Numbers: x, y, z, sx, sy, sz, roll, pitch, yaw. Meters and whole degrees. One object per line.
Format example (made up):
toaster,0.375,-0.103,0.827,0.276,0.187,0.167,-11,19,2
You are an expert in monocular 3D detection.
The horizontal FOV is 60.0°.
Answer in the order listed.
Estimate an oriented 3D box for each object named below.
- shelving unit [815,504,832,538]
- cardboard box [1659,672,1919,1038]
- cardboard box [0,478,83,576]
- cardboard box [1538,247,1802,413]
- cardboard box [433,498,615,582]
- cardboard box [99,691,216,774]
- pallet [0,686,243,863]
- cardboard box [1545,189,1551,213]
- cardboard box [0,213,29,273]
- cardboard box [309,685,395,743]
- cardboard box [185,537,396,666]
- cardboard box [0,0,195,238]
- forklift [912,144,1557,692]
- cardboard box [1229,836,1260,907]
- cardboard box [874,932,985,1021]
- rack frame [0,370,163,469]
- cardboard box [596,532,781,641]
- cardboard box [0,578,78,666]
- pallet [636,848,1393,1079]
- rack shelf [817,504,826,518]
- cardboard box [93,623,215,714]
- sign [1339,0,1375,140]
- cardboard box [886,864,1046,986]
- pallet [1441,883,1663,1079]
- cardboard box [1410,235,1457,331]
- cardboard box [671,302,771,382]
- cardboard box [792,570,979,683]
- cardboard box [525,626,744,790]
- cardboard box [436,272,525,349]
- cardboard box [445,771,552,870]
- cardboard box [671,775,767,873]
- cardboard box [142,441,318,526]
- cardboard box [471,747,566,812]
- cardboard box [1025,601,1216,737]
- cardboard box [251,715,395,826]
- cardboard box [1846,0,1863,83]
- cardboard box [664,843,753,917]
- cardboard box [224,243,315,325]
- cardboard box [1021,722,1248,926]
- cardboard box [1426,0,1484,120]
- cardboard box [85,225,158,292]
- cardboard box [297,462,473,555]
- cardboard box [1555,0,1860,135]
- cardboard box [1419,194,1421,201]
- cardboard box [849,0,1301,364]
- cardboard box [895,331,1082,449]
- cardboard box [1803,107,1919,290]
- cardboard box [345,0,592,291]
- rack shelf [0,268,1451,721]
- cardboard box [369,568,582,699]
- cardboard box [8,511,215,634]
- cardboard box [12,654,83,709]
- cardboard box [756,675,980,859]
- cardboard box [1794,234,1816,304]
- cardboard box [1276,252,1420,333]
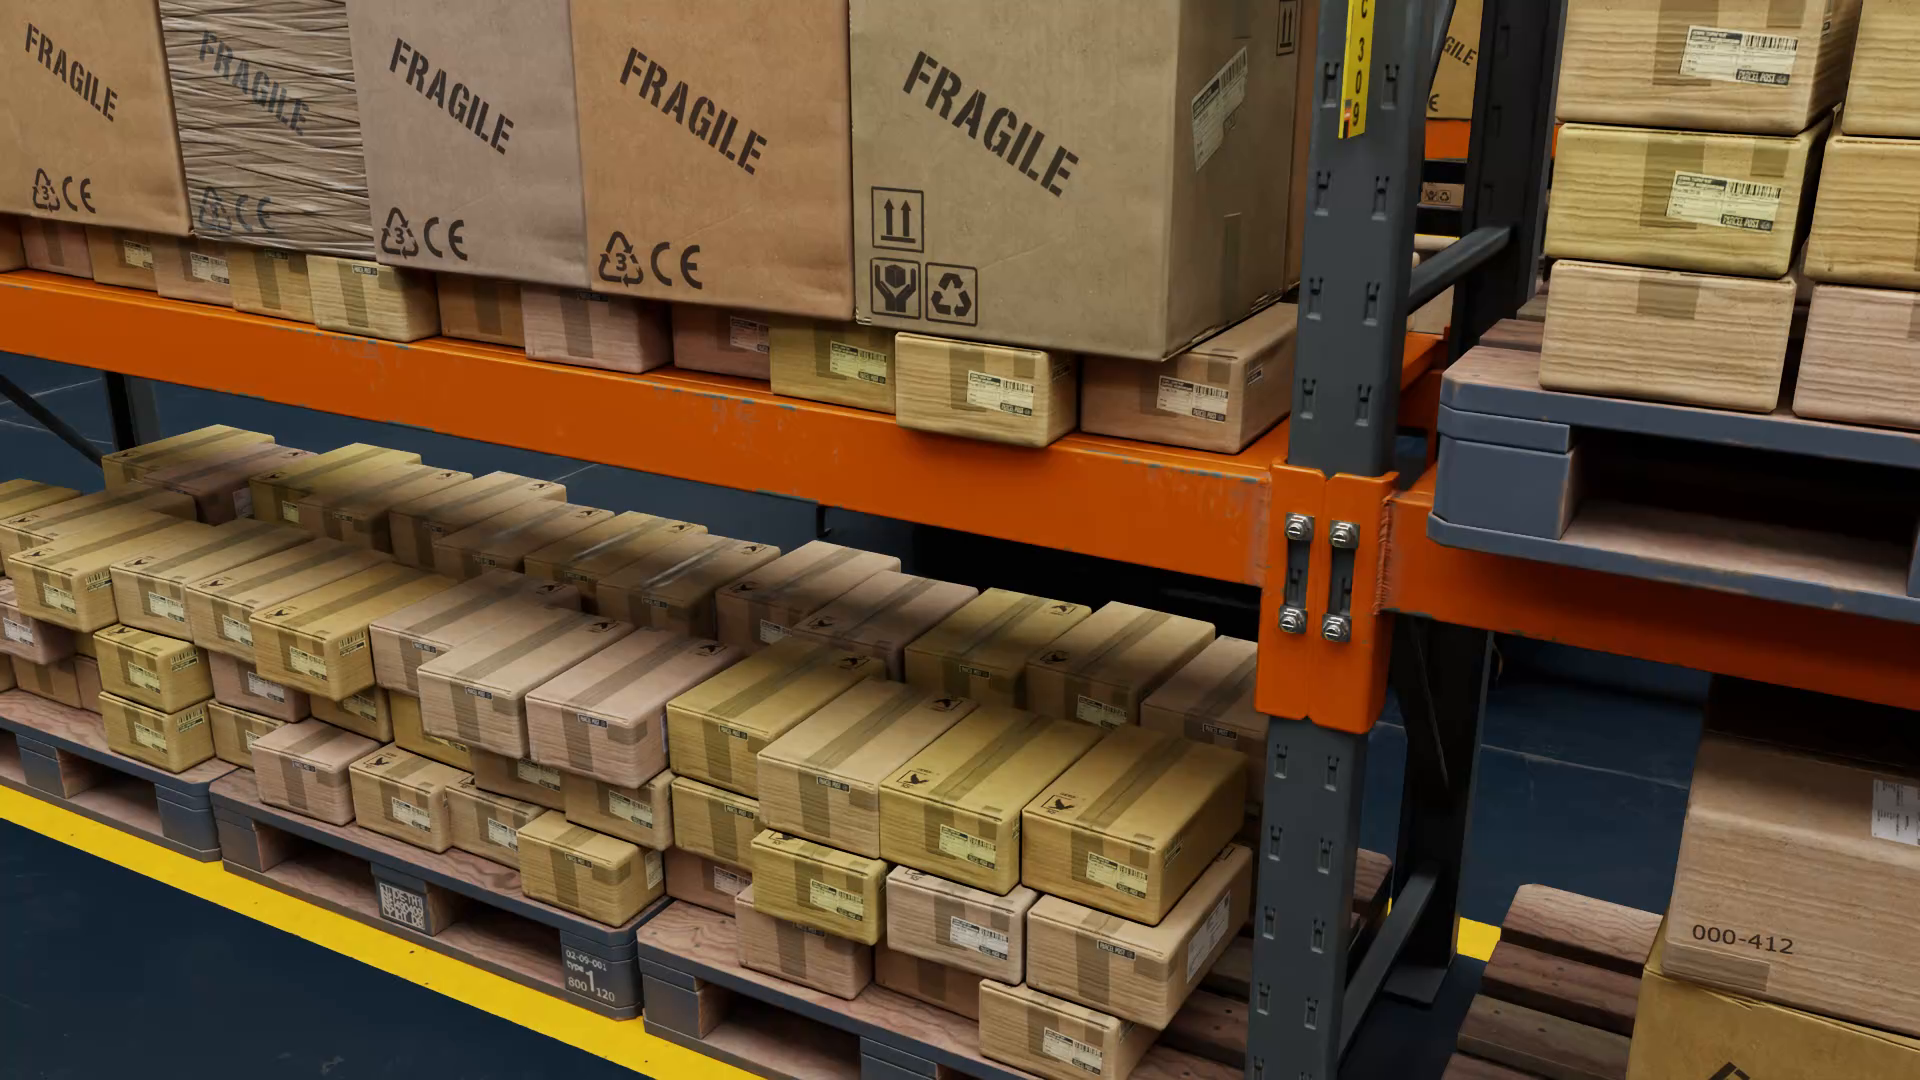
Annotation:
shelving unit,-0.196,-1.020,5.598,0.503,2.100,0.431,9,22,24
cardboard box,1.257,0.421,2.256,0.500,0.250,0.500,10,22,25
cardboard box,-2.460,-0.020,4.213,0.250,0.149,0.380,10,22,25
cardboard box,0.860,-0.283,1.998,0.250,0.149,0.380,10,22,25
cardboard box,-1.054,0.036,4.060,0.250,0.149,0.380,10,22,26
cardboard box,-1.792,0.388,3.962,0.250,0.149,0.380,11,23,28
pallet,-1.993,0.398,4.458,1.213,0.211,1.003,11,23,27
cardboard box,4.113,-2.606,11.700,0.500,0.500,0.700,10,22,25
cardboard box,-2.178,-0.711,3.794,0.250,0.149,0.380,10,22,26
cardboard box,-1.245,0.296,3.779,0.250,0.149,0.380,12,23,30
cardboard box,-1.509,0.136,3.784,0.250,0.149,0.380,12,23,29
cardboard box,-1.593,-0.934,3.459,0.500,0.500,0.500,11,23,28
forklift,1.401,-1.147,4.728,3.031,2.935,1.130,9,22,24
cardboard box,0.579,0.581,3.430,0.250,0.149,0.380,10,22,25
cardboard box,0.046,0.705,3.087,0.250,0.149,0.380,12,23,29
rack frame,-2.752,-1.071,4.419,0.127,3.000,1.000,11,23,27
cardboard box,-0.615,0.124,3.818,0.250,0.149,0.380,10,22,25
cardboard box,-2.208,0.158,4.160,0.250,0.149,0.380,11,23,27
pallet,0.137,0.804,3.339,1.213,0.211,1.003,11,23,27
rack shelf,-0.196,-0.349,5.841,0.480,0.518,0.431,9,22,24
cardboard box,-1.780,0.247,3.914,0.250,0.149,0.380,12,23,29
sign,0.483,-0.650,1.988,0.005,0.325,0.100,11,23,27
cardboard box,0.068,0.598,2.946,0.250,0.149,0.380,10,22,25
pallet,1.421,1.034,2.705,1.213,0.211,1.003,11,23,27
cardboard box,1.789,-1.174,7.845,0.875,0.438,0.875,10,22,26
cardboard box,-0.297,-0.401,2.941,0.250,0.149,0.380,10,22,26
cardboard box,-0.154,0.211,3.577,0.250,0.149,0.380,10,22,26
cardboard box,-0.630,0.322,3.272,0.250,0.149,0.380,10,22,25
cardboard box,-0.766,-0.483,3.166,0.250,0.149,0.380,10,22,27
cardboard box,-0.867,0.538,3.549,0.250,0.149,0.380,11,23,28
cardboard box,-0.345,0.488,3.250,0.250,0.149,0.380,11,23,28
cardboard box,-1.975,-0.136,4.535,0.250,0.149,0.380,11,23,28
cardboard box,-0.802,0.401,3.490,0.250,0.149,0.380,10,22,25
cardboard box,0.329,0.275,3.401,0.250,0.149,0.380,12,23,30
cardboard box,-1.348,0.469,3.738,0.250,0.149,0.380,10,22,25
cardboard box,1.186,-0.756,2.431,0.250,0.149,0.380,12,23,30
cardboard box,-0.387,0.600,3.376,0.250,0.149,0.380,10,22,26
cardboard box,-1.242,-0.557,3.371,0.250,0.149,0.380,12,23,29
cardboard box,0.303,0.476,2.847,0.250,0.149,0.380,12,23,29
cardboard box,2.085,-2.028,6.911,0.500,0.500,0.500,10,22,26
cardboard box,-1.660,-0.656,3.643,0.250,0.149,0.380,11,22,27
cardboard box,-1.491,-0.069,4.350,0.250,0.149,0.380,10,22,25
cardboard box,0.860,-0.562,1.897,0.250,0.149,0.380,12,23,30
cardboard box,3.207,-2.778,12.176,0.500,0.500,0.700,12,23,29
cardboard box,0.180,-0.589,2.507,0.500,0.500,0.500,11,23,27
cardboard box,0.099,-0.276,2.595,0.250,0.149,0.380,10,22,26
cardboard box,1.087,-0.380,1.830,0.250,0.149,0.380,10,22,26
cardboard box,-0.706,-0.759,2.975,0.500,0.500,0.500,11,23,27
rack shelf,-1.006,-0.400,3.624,4.000,0.370,1.077,11,23,27
cardboard box,-1.035,0.207,3.589,0.250,0.149,0.380,11,23,27
cardboard box,-2.003,0.070,3.964,0.250,0.149,0.380,11,23,27
cardboard box,-2.182,0.273,4.278,0.250,0.149,0.380,11,23,27
cardboard box,-0.160,0.406,3.040,0.250,0.149,0.380,11,22,27
cardboard box,1.184,-0.478,2.537,0.250,0.149,0.380,10,22,26
cardboard box,0.653,-0.432,3.026,0.250,0.149,0.380,12,23,29
